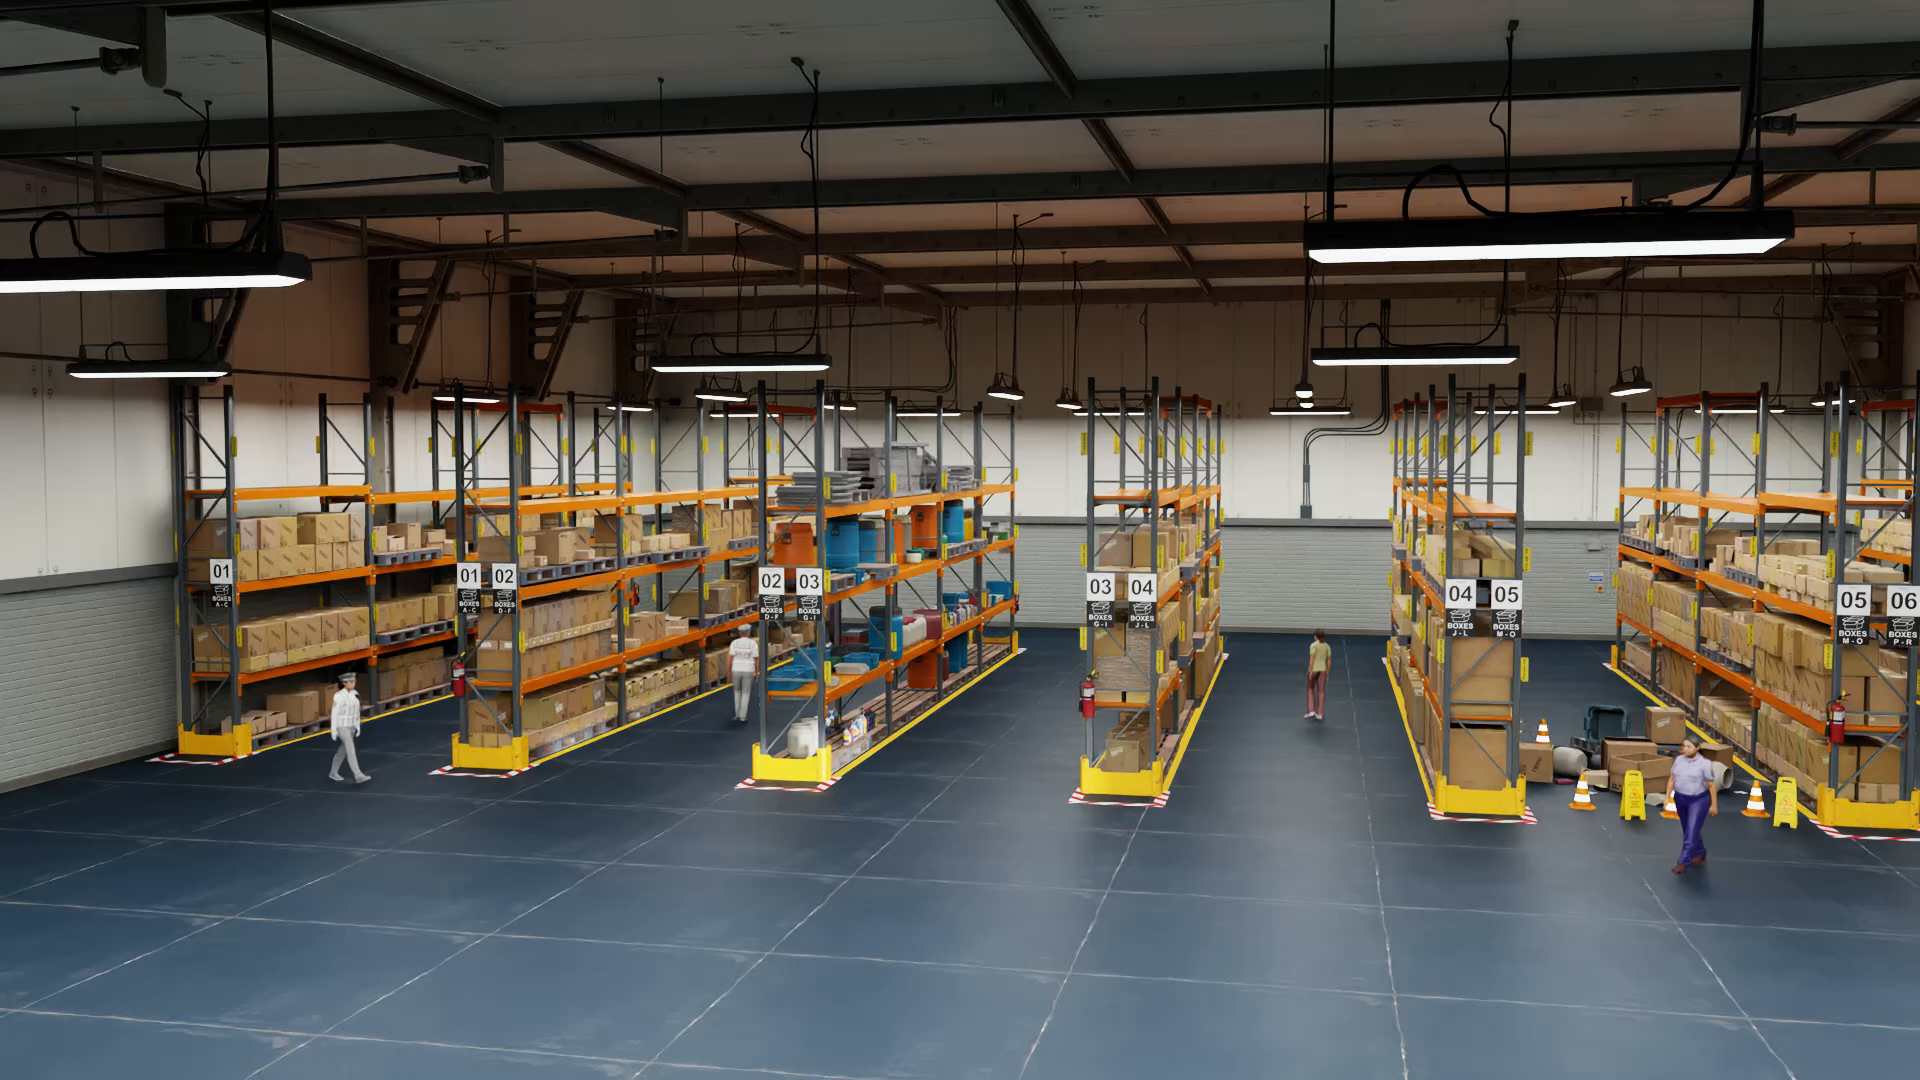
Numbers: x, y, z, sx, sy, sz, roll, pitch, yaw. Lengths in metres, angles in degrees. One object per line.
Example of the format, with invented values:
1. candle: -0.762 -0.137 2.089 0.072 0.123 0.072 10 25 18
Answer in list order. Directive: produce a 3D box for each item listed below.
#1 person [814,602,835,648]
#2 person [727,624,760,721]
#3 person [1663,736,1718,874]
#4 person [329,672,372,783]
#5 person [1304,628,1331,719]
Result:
1. person: -3.105 1.778 38.772 0.662 1.562 1.159 0 3 8
2. person: -3.943 2.445 30.407 0.580 1.814 0.692 0 3 4
3. person: 8.554 3.095 19.572 1.029 1.586 0.505 -2 4 -30
4. person: -9.085 2.794 24.793 0.865 1.651 0.504 1 3 19
5. person: 6.612 2.476 30.634 0.451 1.693 0.693 0 3 2
